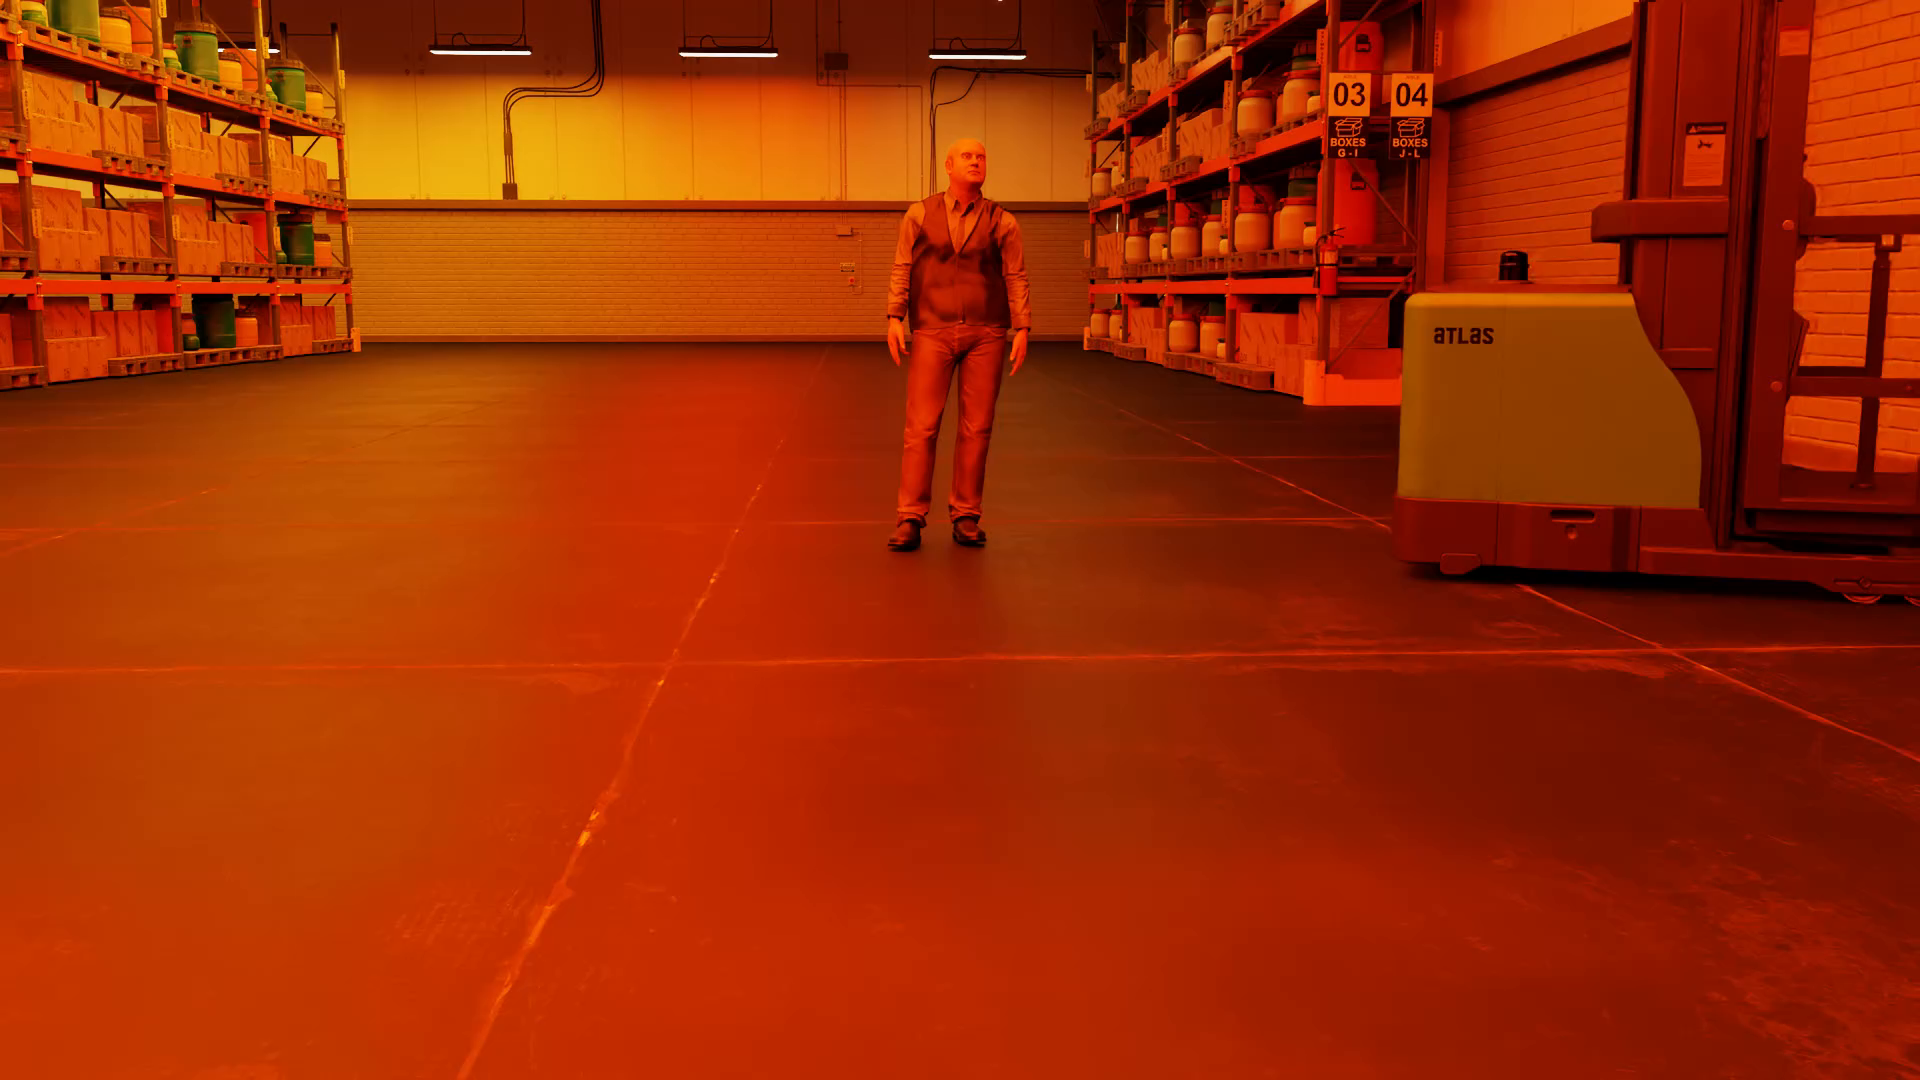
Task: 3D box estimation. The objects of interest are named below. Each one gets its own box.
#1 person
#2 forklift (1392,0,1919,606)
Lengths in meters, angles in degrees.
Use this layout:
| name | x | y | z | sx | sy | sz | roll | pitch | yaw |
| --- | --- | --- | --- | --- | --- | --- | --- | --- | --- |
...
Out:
| name | x | y | z | sx | sy | sz | roll | pitch | yaw |
| --- | --- | --- | --- | --- | --- | --- | --- | --- | --- |
| person | -0.005 | -0.849 | 7.121 | 0.632 | 1.720 | 0.568 | -1 | 8 | -4 |
| forklift | 3.228 | -1.305 | 6.120 | 3.031 | 2.935 | 1.130 | 3 | 9 | 17 |
